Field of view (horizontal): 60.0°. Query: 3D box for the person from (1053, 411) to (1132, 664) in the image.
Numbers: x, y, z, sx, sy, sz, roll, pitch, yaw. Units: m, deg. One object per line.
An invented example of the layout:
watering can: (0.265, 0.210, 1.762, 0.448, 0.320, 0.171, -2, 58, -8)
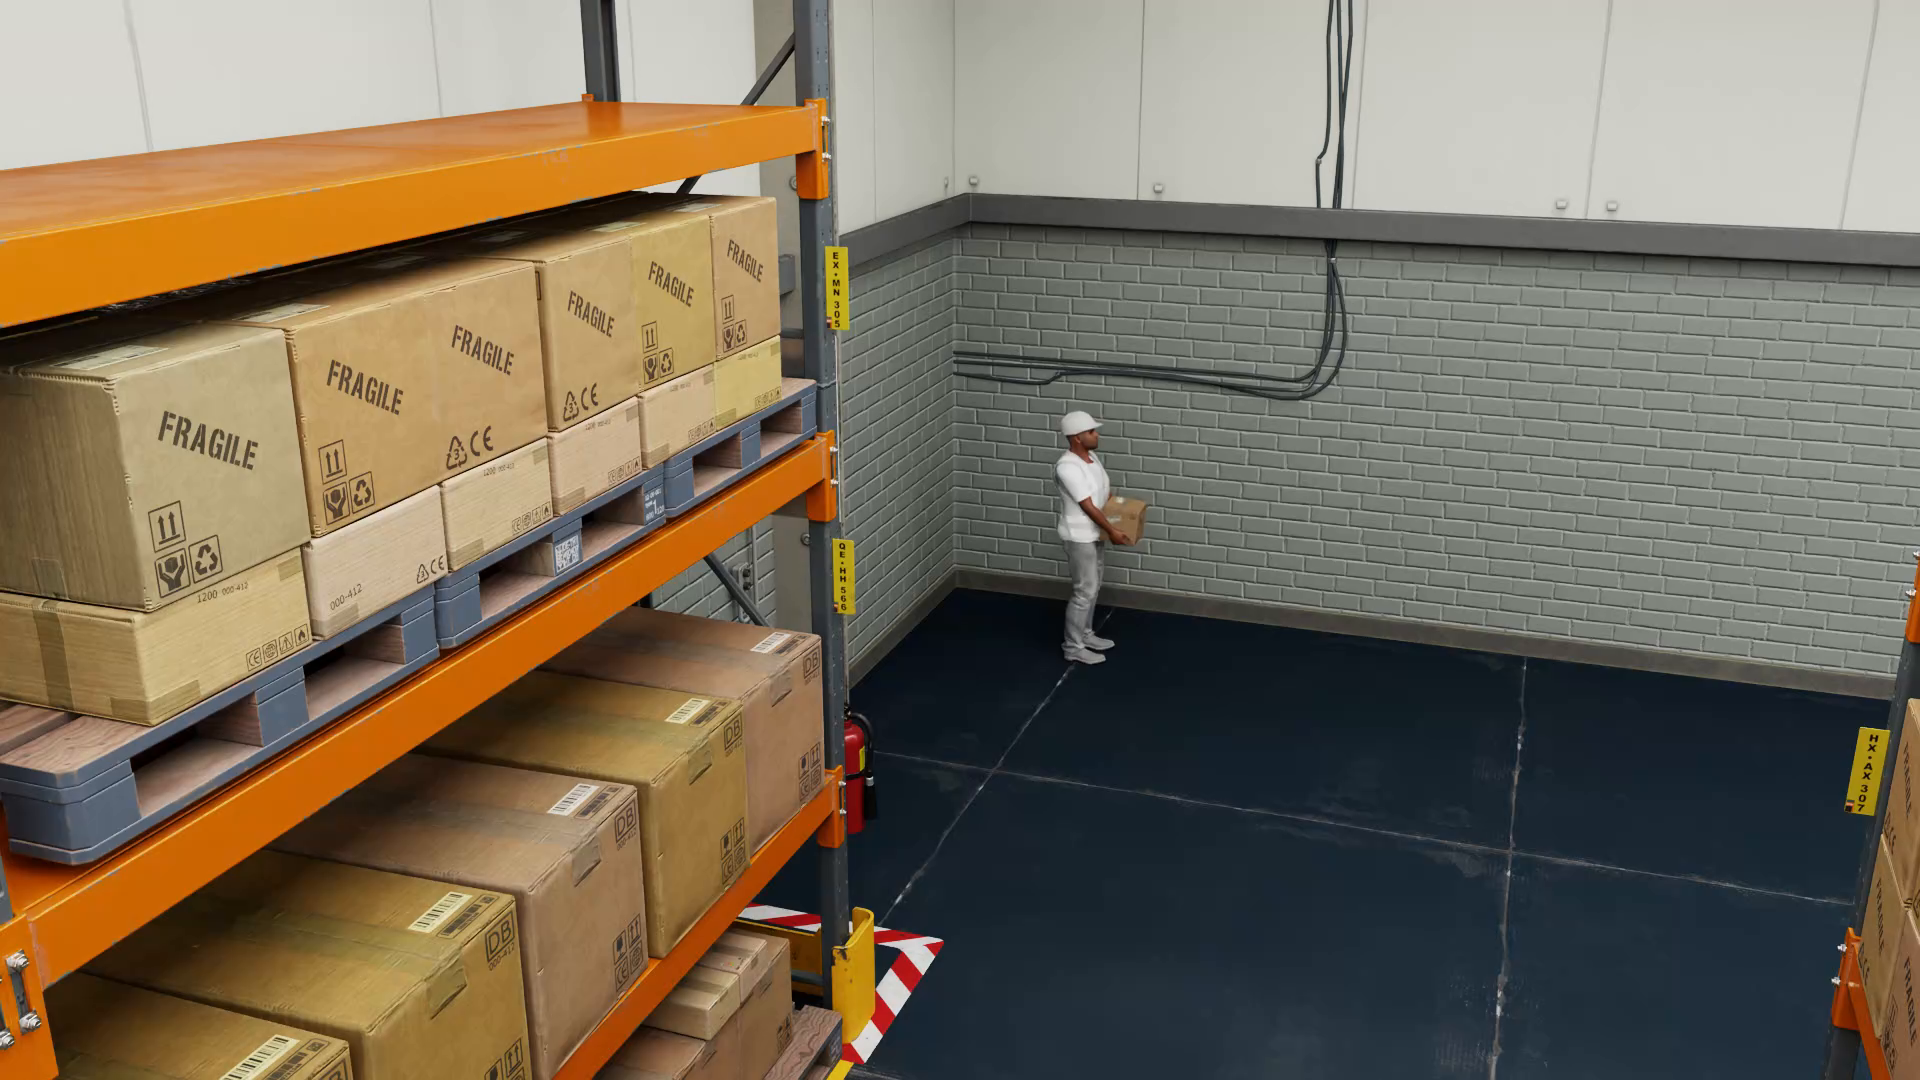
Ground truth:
person: (0.956, -0.024, 11.594, 0.575, 1.767, 0.510, 6, 20, 18)
